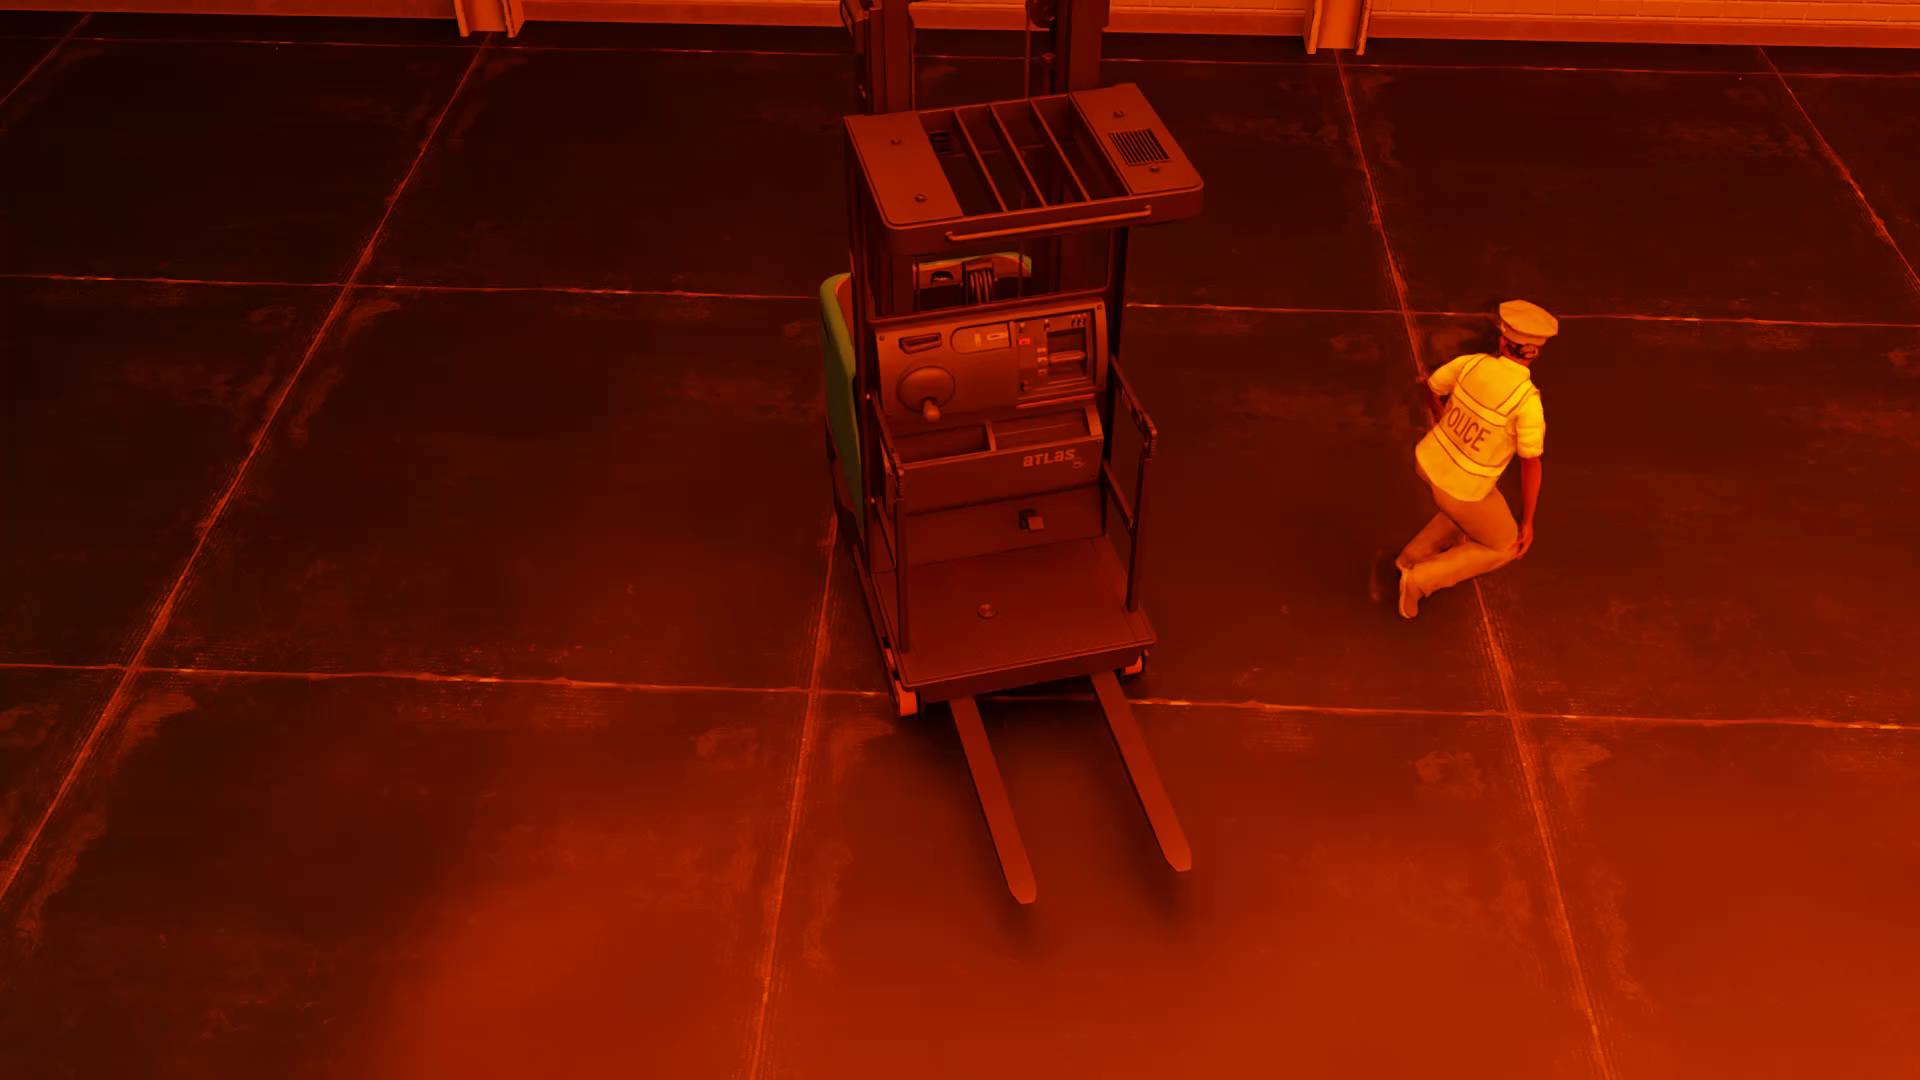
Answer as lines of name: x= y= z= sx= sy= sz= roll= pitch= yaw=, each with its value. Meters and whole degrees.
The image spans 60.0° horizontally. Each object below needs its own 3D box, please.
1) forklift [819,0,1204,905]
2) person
forklift: x=0.184 y=-0.621 z=6.422 sx=1.130 sy=2.935 sz=3.031 roll=-9 pitch=43 yaw=-10
person: x=2.198 y=-0.287 z=7.168 sx=0.573 sy=1.477 sz=0.833 roll=-12 pitch=44 yaw=-13
